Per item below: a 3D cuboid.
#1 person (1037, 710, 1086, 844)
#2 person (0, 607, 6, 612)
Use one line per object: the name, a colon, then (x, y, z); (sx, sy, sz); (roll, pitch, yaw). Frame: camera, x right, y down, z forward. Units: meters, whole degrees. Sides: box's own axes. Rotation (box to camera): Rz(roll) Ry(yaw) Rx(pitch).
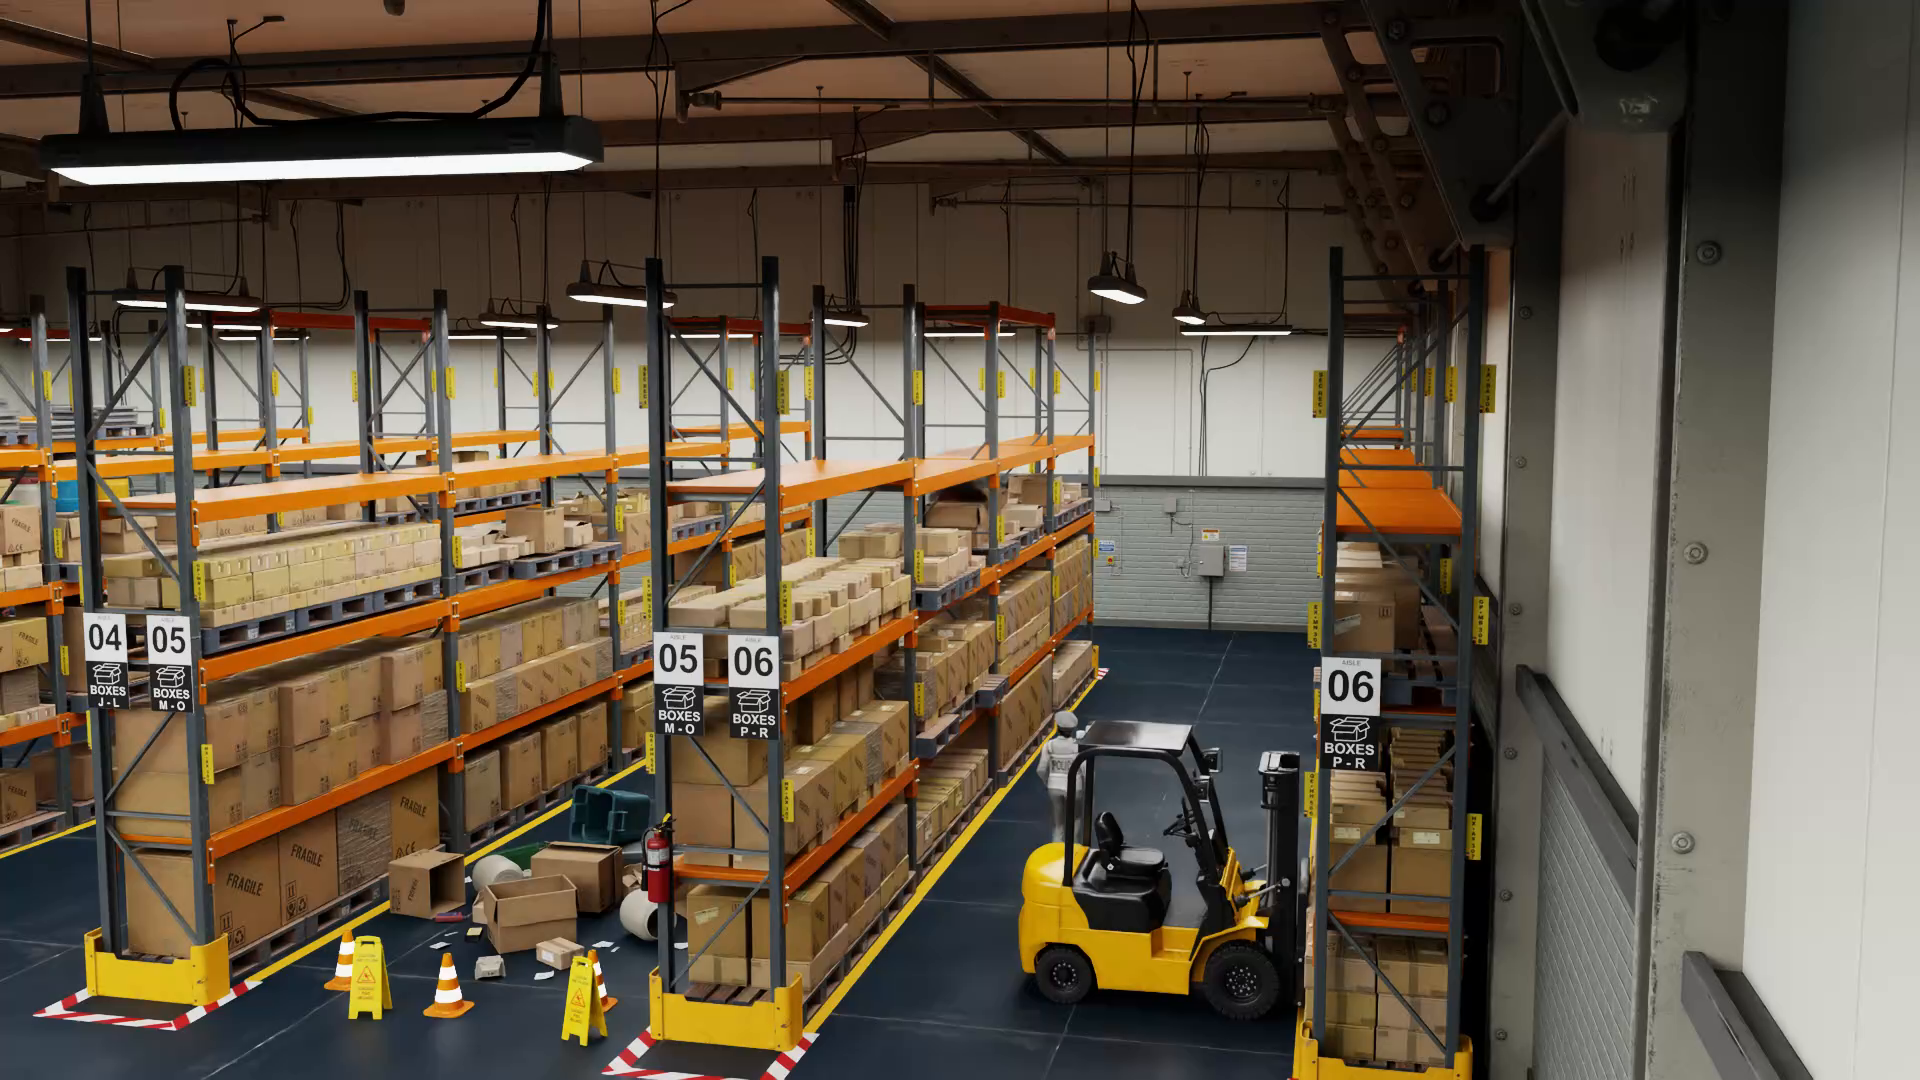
person: (1.081, 2.629, 17.206); (0.589, 1.723, 0.679); (1, 6, 12)
person: (-19.082, 0.961, 33.070); (0.378, 1.735, 0.551); (1, 6, 10)
